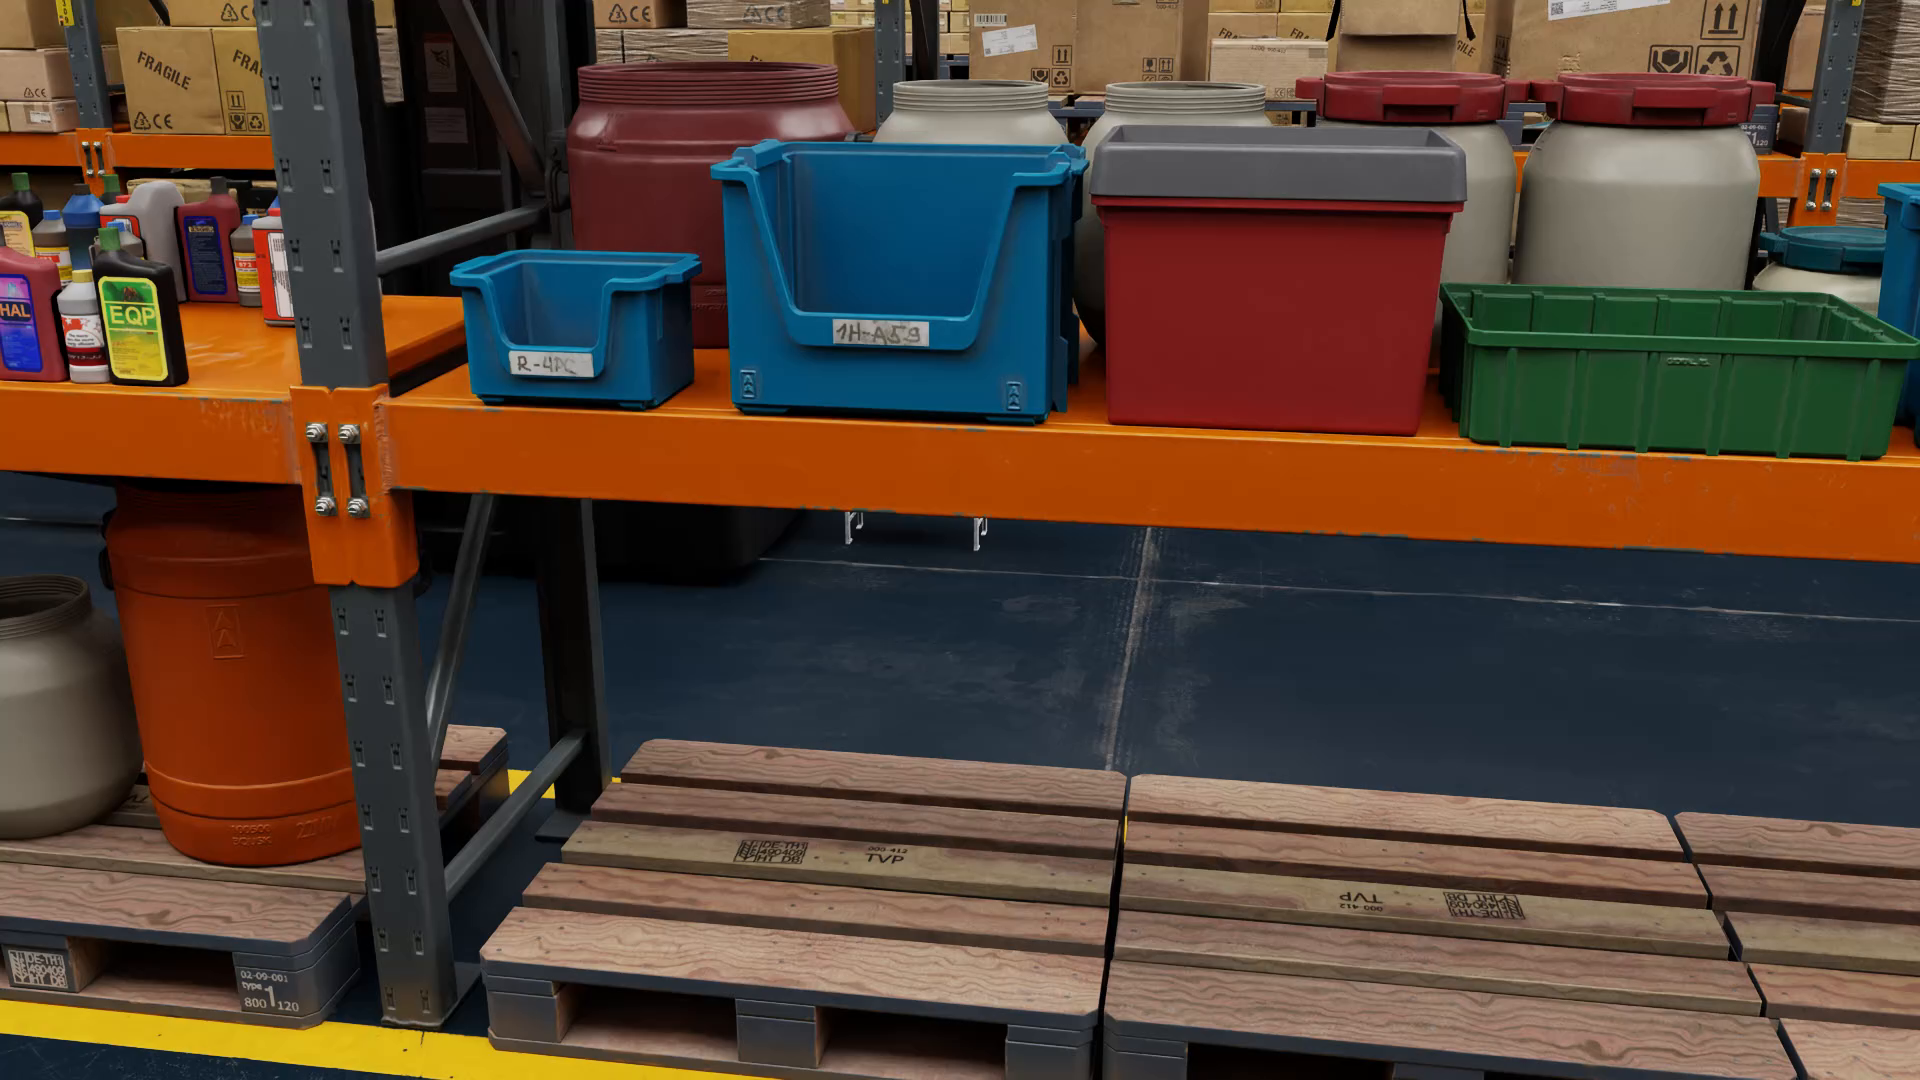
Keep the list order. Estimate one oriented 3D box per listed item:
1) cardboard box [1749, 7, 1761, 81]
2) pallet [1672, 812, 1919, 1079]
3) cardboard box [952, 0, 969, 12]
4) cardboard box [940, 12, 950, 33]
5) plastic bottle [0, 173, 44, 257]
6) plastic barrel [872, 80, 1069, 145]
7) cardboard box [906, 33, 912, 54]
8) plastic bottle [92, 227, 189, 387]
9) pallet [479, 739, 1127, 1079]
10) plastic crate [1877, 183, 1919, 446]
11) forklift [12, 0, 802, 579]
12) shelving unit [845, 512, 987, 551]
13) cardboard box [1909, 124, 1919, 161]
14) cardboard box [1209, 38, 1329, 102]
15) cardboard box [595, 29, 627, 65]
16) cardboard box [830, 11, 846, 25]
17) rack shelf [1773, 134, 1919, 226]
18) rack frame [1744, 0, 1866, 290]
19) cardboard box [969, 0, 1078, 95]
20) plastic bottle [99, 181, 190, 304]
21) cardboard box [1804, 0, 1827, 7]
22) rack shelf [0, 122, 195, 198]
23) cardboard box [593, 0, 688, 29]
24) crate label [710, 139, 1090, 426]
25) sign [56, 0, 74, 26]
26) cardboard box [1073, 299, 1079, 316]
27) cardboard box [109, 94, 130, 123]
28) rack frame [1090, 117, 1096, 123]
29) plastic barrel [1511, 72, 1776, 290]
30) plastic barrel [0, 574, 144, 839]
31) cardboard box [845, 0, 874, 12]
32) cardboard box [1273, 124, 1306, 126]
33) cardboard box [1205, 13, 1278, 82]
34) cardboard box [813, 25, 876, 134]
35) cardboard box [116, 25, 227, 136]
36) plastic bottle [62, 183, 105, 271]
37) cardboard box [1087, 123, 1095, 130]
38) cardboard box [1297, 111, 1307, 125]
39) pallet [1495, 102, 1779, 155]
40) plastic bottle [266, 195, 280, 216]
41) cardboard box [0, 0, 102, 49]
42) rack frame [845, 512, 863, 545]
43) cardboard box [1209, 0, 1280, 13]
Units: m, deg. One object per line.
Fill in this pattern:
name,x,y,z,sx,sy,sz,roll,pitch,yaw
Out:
cardboard box,5.506,-3.527,11.882,0.550,0.550,0.875,3,19,9
pallet,2.140,0.904,3.269,1.213,0.211,1.003,3,19,9
cardboard box,0.087,-3.936,12.137,0.250,0.149,0.380,2,19,6
cardboard box,-0.180,-3.809,12.226,0.250,0.149,0.380,4,19,11
plastic bottle,-2.214,-0.716,3.900,0.133,0.283,0.061,3,19,9
plastic barrel,0.022,-0.661,3.374,0.421,0.512,0.421,0,18,0
cardboard box,-0.415,-3.680,12.308,0.250,0.149,0.380,3,19,10
plastic bottle,-1.495,-0.424,3.027,0.133,0.283,0.061,3,19,9
pallet,-0.269,0.781,3.636,1.213,0.211,1.003,3,19,9
plastic crate,1.783,-0.342,2.622,0.575,0.384,0.392,3,19,9
forklift,-2.130,-1.468,6.071,3.031,2.935,1.130,3,19,10
shelving unit,-0.163,-0.577,6.138,0.503,1.200,0.258,3,19,9
cardboard box,4.116,-1.702,7.059,0.250,0.149,0.380,3,19,9
cardboard box,1.376,-2.116,7.474,0.500,0.250,0.500,2,19,7
cardboard box,-1.773,-2.191,7.966,0.500,0.500,0.500,2,19,7
cardboard box,-0.932,-3.848,12.341,0.250,0.149,0.380,3,19,8
rack shelf,5.682,-1.501,7.196,4.000,0.370,1.077,3,19,9
rack frame,3.707,-1.943,7.383,0.127,3.000,1.000,3,19,9
cardboard box,0.297,-2.376,7.858,0.500,0.500,0.500,1,19,2
plastic bottle,-1.861,-0.680,3.804,0.135,0.276,0.152,3,19,9
cardboard box,6.025,-3.984,11.545,0.550,0.550,0.875,3,19,9
rack shelf,-6.166,-2.105,9.001,4.000,0.370,1.077,3,19,9
cardboard box,-1.605,-2.743,8.035,0.637,0.503,0.797,3,19,10
crate label,-0.090,-0.475,2.938,0.616,0.435,0.502,3,19,9
sign,-4.278,-2.620,7.916,0.005,0.325,0.100,3,19,9
cardboard box,0.422,-1.140,8.229,0.500,0.500,0.700,2,19,6
cardboard box,-4.431,-2.346,8.982,0.250,0.149,0.380,3,19,9
rack frame,1.330,-5.249,17.263,0.127,3.000,1.000,3,19,9
plastic barrel,1.287,-0.609,3.183,0.433,0.535,0.433,0,18,0
plastic barrel,-2.085,0.368,3.734,0.421,0.512,0.421,0,18,0
cardboard box,-0.683,-3.975,12.253,0.250,0.149,0.380,3,19,10
cardboard box,3.364,-4.096,17.296,0.625,0.372,0.950,4,19,10
cardboard box,2.045,-3.583,12.127,0.500,0.500,0.500,3,19,9
cardboard box,-0.679,-2.301,8.296,0.500,0.500,0.500,3,19,10
cardboard box,-3.777,-2.292,8.267,0.500,0.500,0.500,3,19,9
plastic bottle,-1.981,-0.673,3.791,0.097,0.271,0.097,0,18,0
cardboard box,1.231,-2.767,12.728,0.750,0.750,1.050,3,19,8
cardboard box,4.781,-5.740,21.812,0.625,0.625,0.875,3,19,8
pallet,2.975,-1.936,7.664,1.213,0.211,1.003,3,19,9
plastic bottle,-1.514,-0.669,3.778,0.097,0.271,0.097,0,18,0
cardboard box,-4.688,-2.711,8.262,0.500,0.500,0.500,3,19,10
rack frame,-0.404,-0.590,6.174,0.015,1.200,0.240,3,19,9
cardboard box,2.092,-4.139,12.212,0.500,0.500,0.700,3,19,8
